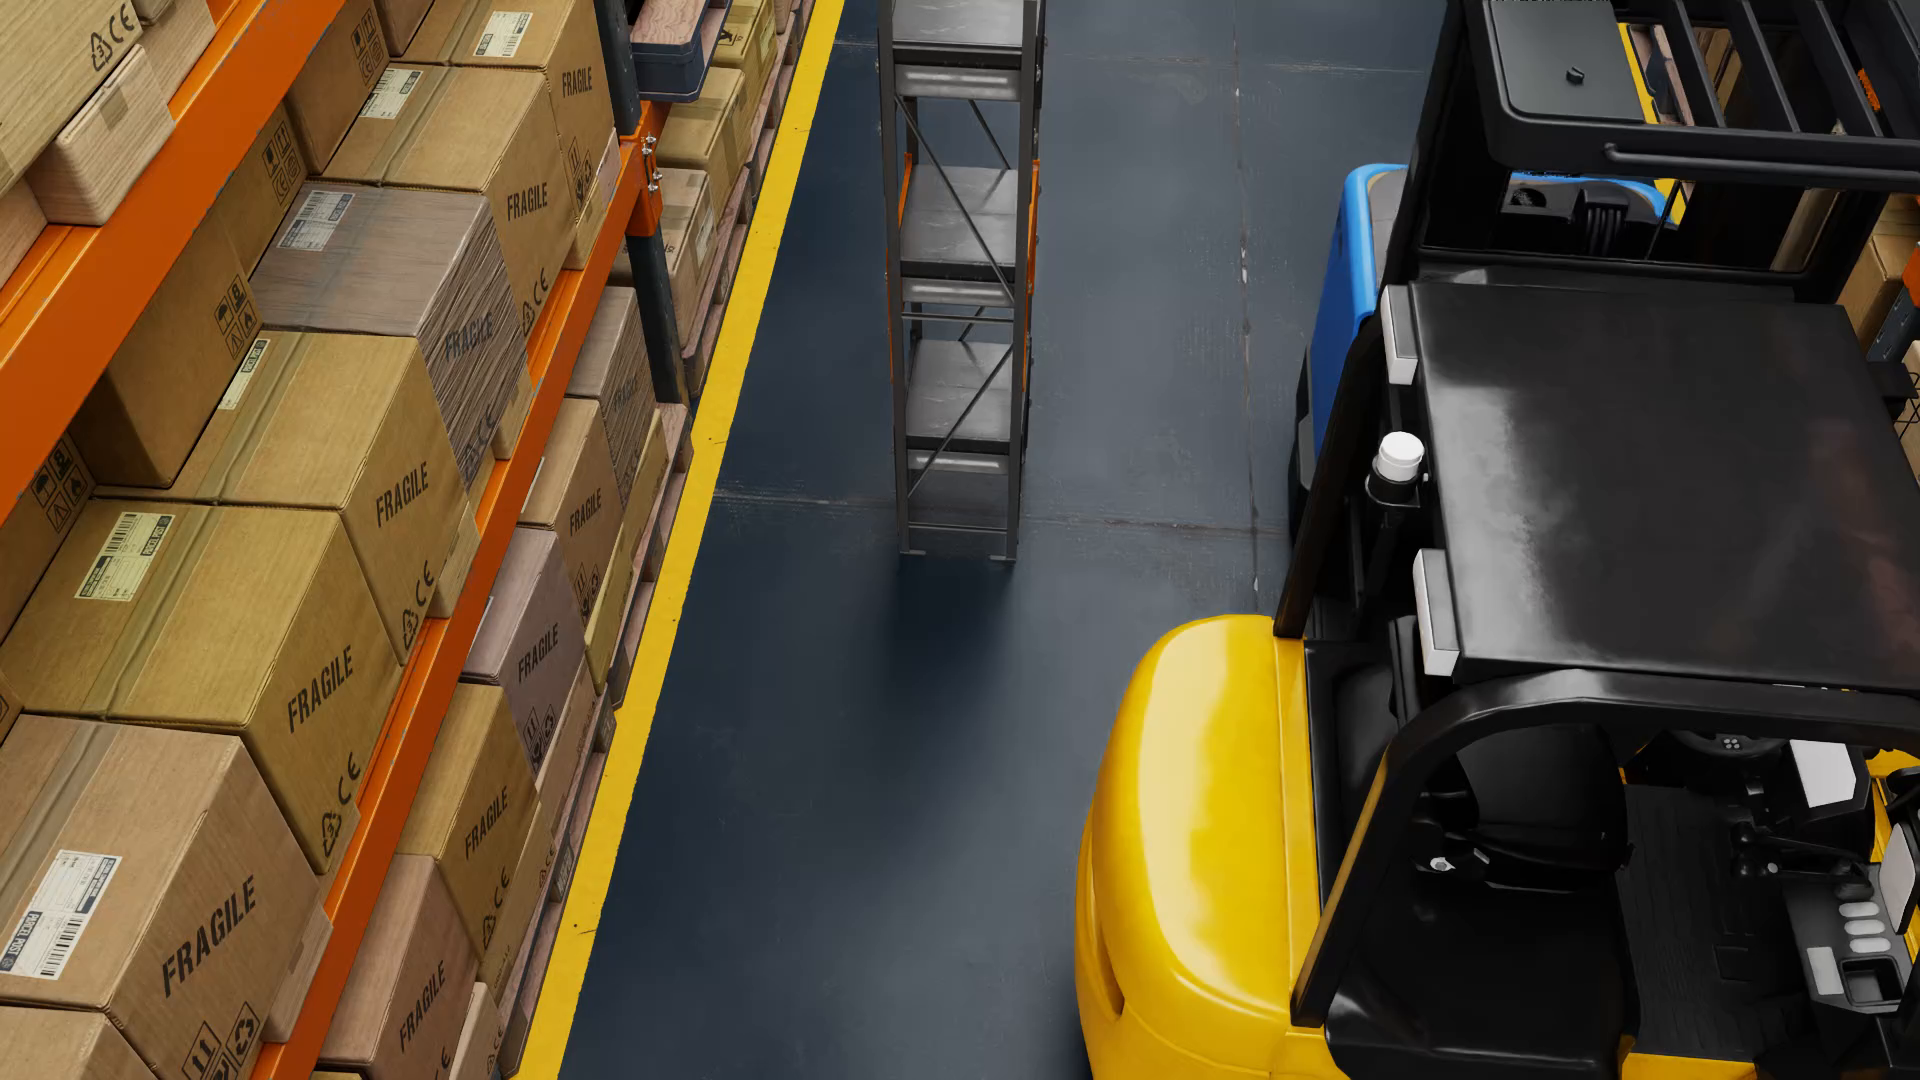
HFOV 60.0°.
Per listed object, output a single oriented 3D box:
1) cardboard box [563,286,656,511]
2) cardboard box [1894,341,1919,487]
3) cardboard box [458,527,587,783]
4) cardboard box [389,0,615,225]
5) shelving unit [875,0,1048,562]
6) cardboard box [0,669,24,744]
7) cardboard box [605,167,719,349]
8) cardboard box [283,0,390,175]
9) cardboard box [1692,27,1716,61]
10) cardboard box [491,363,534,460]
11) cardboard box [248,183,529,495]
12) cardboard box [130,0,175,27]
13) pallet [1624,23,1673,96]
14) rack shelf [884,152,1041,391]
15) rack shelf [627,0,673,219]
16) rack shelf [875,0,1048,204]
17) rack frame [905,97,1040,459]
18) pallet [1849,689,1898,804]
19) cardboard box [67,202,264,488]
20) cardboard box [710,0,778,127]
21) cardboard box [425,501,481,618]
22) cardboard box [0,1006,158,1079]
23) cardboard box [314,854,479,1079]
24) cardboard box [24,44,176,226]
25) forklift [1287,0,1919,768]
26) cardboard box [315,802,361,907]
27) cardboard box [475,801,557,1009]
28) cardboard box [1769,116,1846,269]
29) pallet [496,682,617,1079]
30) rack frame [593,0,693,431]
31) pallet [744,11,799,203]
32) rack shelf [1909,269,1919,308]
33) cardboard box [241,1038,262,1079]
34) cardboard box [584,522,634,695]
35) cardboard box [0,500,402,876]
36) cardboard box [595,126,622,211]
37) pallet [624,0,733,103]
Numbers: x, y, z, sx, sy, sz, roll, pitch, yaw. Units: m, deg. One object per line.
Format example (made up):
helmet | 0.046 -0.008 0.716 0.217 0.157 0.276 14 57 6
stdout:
cardboard box | -1.277 -0.451 5.200 0.500 0.500 0.500 3 48 3
cardboard box | 3.096 -0.323 4.914 0.500 0.250 0.500 3 48 3
cardboard box | -1.367 0.298 4.516 0.500 0.500 0.500 6 48 6
cardboard box | -1.283 -1.228 4.571 0.500 0.500 0.500 3 48 3
shelving unit | 0.015 -0.830 5.086 0.431 2.100 0.503 4 48 4
cardboard box | -1.972 0.269 2.524 0.700 0.500 0.500 4 48 4
cardboard box | -1.445 -1.078 6.199 0.950 0.372 0.625 4 48 4
cardboard box | -1.815 -1.226 3.892 0.700 0.500 0.500 4 48 4
cardboard box | 3.695 -2.448 7.281 0.875 0.625 0.625 5 48 5
cardboard box | -1.306 -0.349 4.207 0.380 0.149 0.250 3 48 3
cardboard box | -1.366 -0.468 3.876 0.500 0.500 0.500 5 48 5
cardboard box | -1.400 -1.037 2.533 0.500 0.250 0.500 5 48 4
pallet | 3.704 -2.502 7.895 1.003 0.211 1.213 4 48 4
rack shelf | 0.015 -0.821 5.097 0.431 0.518 0.480 4 48 4
rack shelf | -1.308 -2.664 6.641 1.077 0.370 4.000 4 48 4
rack shelf | 0.015 -1.294 4.580 0.431 0.518 0.480 4 48 4
rack frame | 0.037 -1.010 5.250 0.400 2.100 0.015 4 48 4
pallet | 3.339 0.417 5.226 1.003 0.211 1.213 4 48 4
cardboard box | -1.845 -0.470 3.200 0.700 0.500 0.500 4 48 3
cardboard box | -1.321 -2.117 7.150 0.950 0.372 0.625 5 48 5
cardboard box | -1.346 0.029 3.861 0.380 0.149 0.250 4 48 4
cardboard box | -1.536 1.039 2.498 0.500 0.500 0.500 3 48 3
cardboard box | -1.461 1.059 3.819 0.500 0.500 0.500 2 48 2
cardboard box | -1.388 -0.597 2.401 0.380 0.149 0.250 4 48 4
forklift | 1.603 -0.383 4.114 1.130 2.935 3.031 5 48 4
cardboard box | -1.445 0.600 3.339 0.380 0.149 0.250 5 48 5
cardboard box | -1.415 0.938 4.438 0.500 0.250 0.500 7 48 6
cardboard box | 3.568 -1.400 6.323 0.875 0.625 0.625 3 48 3
pallet | -1.625 0.899 4.785 1.003 0.211 1.213 4 48 4
rack frame | -1.491 -1.437 5.032 1.000 3.000 0.127 4 48 4
pallet | -1.312 -1.967 7.406 1.003 0.211 1.213 4 48 4
rack shelf | 3.271 0.606 3.650 1.077 0.370 4.000 4 48 4
cardboard box | -1.504 0.975 2.995 0.380 0.149 0.250 2 48 2
cardboard box | -1.315 0.194 5.119 0.500 0.250 0.500 3 48 2
cardboard box | -1.447 0.283 3.189 0.500 0.500 0.500 3 48 3
cardboard box | -1.216 -1.096 4.890 0.380 0.149 0.250 3 48 3
pallet | -1.276 -1.924 5.607 1.003 0.211 1.213 4 48 4
